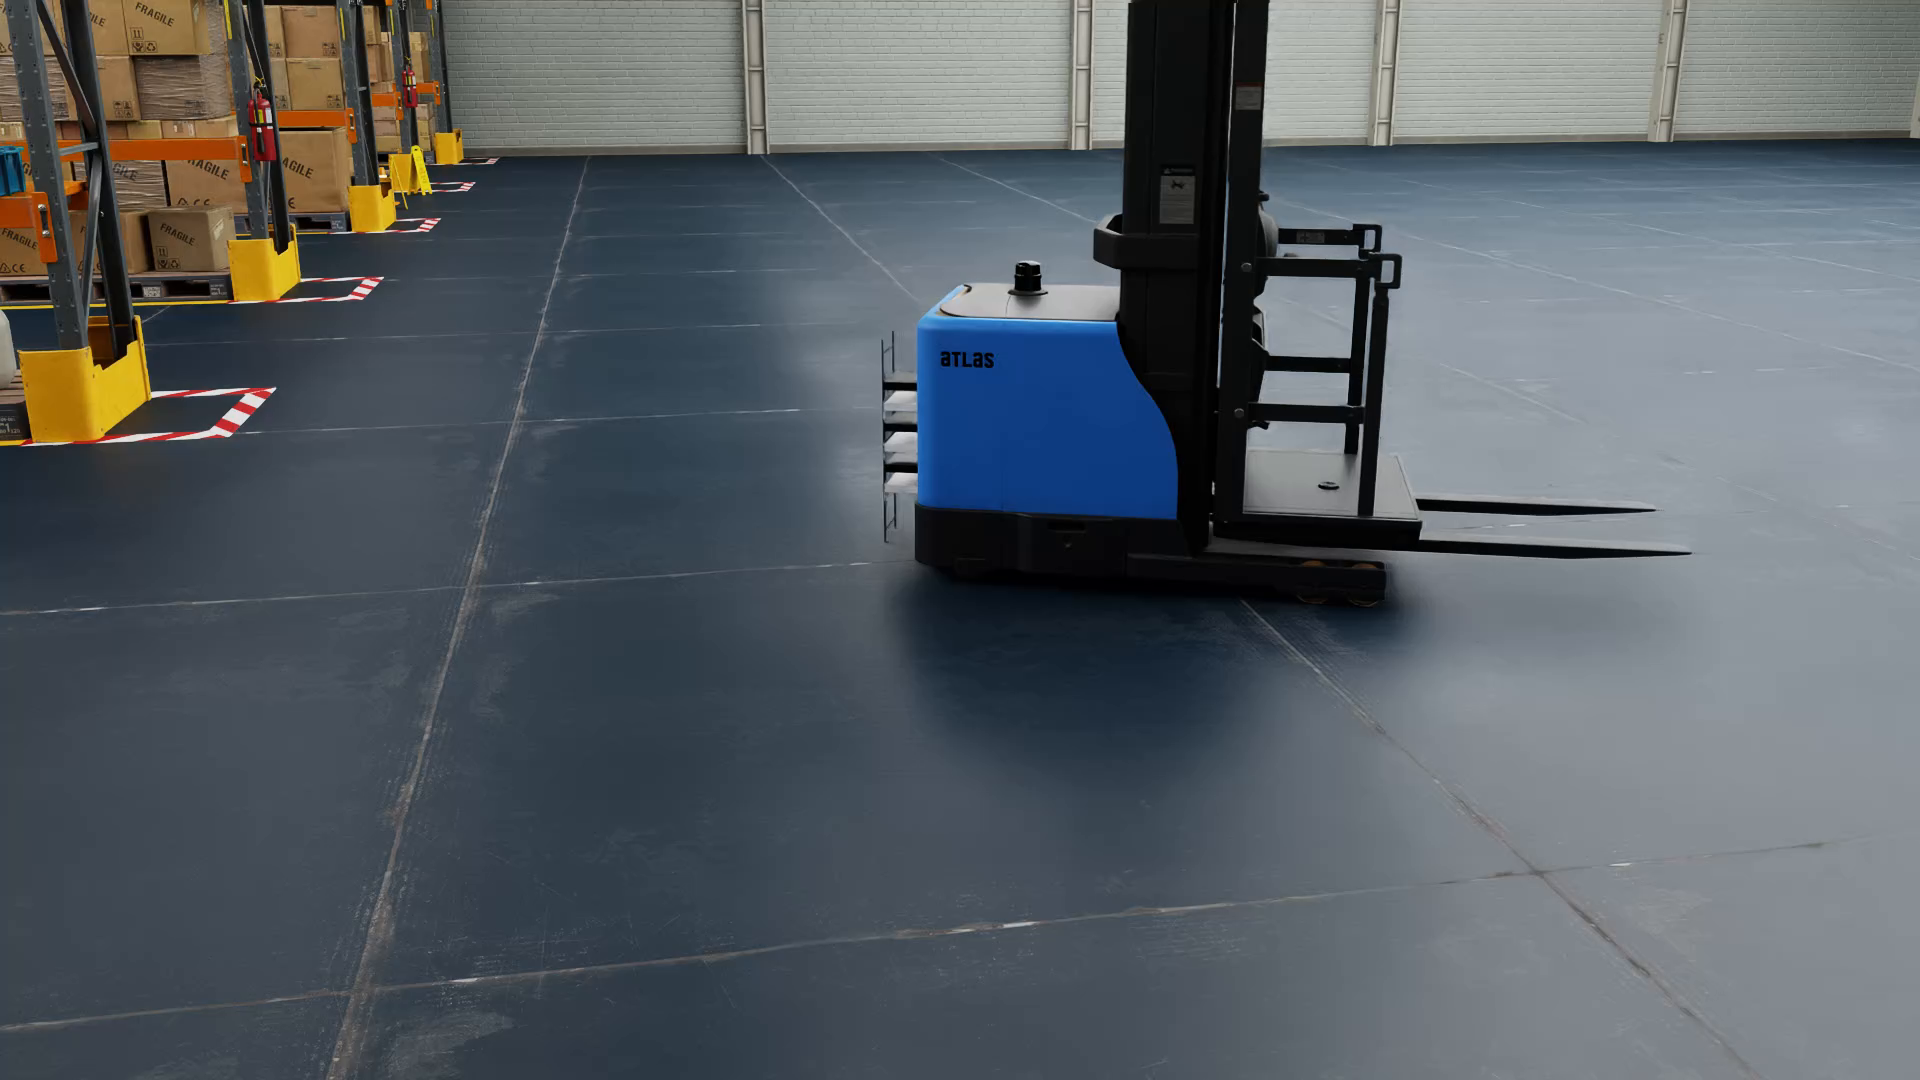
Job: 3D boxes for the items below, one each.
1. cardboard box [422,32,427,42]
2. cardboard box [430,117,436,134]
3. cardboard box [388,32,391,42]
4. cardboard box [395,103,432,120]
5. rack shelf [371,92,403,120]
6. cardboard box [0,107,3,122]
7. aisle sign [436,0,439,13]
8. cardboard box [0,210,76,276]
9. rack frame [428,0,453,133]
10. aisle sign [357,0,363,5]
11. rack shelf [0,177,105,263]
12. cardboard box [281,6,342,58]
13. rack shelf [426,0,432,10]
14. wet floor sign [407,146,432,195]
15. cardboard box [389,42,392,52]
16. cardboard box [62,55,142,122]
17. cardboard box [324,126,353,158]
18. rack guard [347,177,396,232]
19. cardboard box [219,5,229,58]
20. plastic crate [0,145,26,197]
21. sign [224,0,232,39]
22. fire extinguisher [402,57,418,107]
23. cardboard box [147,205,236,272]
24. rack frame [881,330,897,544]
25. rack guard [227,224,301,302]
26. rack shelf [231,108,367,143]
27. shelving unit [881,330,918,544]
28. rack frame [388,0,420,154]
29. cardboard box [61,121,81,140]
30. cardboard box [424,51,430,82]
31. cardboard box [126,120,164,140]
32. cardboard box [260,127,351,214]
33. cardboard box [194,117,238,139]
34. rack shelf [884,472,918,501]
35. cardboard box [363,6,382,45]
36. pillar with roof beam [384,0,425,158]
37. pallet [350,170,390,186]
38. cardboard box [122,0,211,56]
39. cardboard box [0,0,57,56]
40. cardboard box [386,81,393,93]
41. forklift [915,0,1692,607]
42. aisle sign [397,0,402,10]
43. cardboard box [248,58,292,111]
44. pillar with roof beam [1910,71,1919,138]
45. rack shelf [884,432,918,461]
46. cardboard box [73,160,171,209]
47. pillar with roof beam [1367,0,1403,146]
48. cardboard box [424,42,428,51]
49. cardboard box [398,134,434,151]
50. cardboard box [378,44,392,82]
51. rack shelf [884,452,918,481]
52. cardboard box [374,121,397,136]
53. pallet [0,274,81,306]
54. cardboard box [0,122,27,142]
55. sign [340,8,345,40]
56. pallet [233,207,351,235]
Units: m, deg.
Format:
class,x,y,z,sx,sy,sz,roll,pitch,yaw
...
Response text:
class,x,y,z,sx,sy,sz,roll,pitch,yaw
cardboard box,-9.055,-8.409,27.800,0.250,0.149,0.380,-4,17,-12
cardboard box,-9.186,-7.025,28.192,0.500,0.250,0.500,-3,17,-9
cardboard box,-9.233,-8.263,27.324,0.250,0.149,0.380,-3,17,-10
cardboard box,-9.078,-7.115,27.633,0.500,0.250,0.500,-3,17,-9
rack shelf,-9.703,-5.980,22.899,4.000,0.370,1.077,-3,17,-10
cardboard box,-7.865,-3.644,13.389,0.500,0.500,0.875,-3,17,-10
aisle sign,-8.565,-9.028,27.169,0.004,0.787,0.394,-3,17,-10
cardboard box,-7.675,-2.482,13.826,0.500,0.500,0.500,-2,17,-5
rack frame,-8.685,-7.866,27.814,0.127,3.000,1.000,-3,17,-10
aisle sign,-6.689,-6.347,18.441,0.004,0.787,0.394,-3,17,-10
rack shelf,-6.884,-1.696,8.949,4.000,0.370,1.077,-3,17,-10
cardboard box,-7.073,-5.593,18.317,0.550,0.550,0.875,-3,17,-10
rack shelf,-10.649,-8.845,27.117,4.000,0.370,1.077,-3,17,-10
wet floor sign,-7.350,-5.012,22.532,0.232,0.644,0.267,3,17,9
cardboard box,-9.218,-8.101,27.304,0.250,0.149,0.380,-3,17,-10
cardboard box,-6.873,-3.684,13.519,0.500,0.500,0.875,-3,17,-10
cardboard box,-8.477,-5.561,22.998,0.500,0.500,0.500,-3,17,-10
rack guard,-6.678,-3.821,18.900,0.348,0.500,1.175,-3,17,-10
cardboard box,-8.171,-5.543,18.156,0.550,0.550,0.875,-3,17,-10
plastic crate,-5.355,-1.966,8.856,0.616,0.251,0.499,-3,17,-10
sign,-5.774,-4.122,13.114,0.005,0.325,0.100,-3,17,-10
fire extinguisher,-7.540,-6.272,22.756,0.183,0.674,0.296,-3,17,-10
cardboard box,-6.476,-2.555,14.063,0.500,0.500,0.500,0,17,0
rack frame,-0.307,-0.446,7.230,0.006,0.900,0.240,3,17,9
rack guard,-5.934,-2.380,14.208,0.348,0.500,1.175,-3,17,-10
rack shelf,-8.665,-4.559,18.271,4.000,0.370,1.077,-3,17,-10
shelving unit,-0.207,-0.441,7.214,0.210,0.900,0.258,3,17,9
rack frame,-7.740,-6.436,23.156,0.127,3.000,1.000,-3,17,-10
cardboard box,-7.083,-3.329,13.470,0.250,0.149,0.380,-3,17,-10
cardboard box,-9.224,-7.967,27.970,0.500,0.500,0.500,-3,17,-9
cardboard box,-6.582,-3.341,13.508,0.250,0.149,0.380,-3,17,-10
cardboard box,-7.355,-4.143,18.594,0.875,0.875,0.875,-3,17,-10
cardboard box,-6.101,-3.383,13.646,0.250,0.149,0.380,-3,17,-10
rack shelf,-0.207,-0.237,7.277,0.200,0.077,0.258,3,17,9
cardboard box,-8.200,-7.012,22.653,0.500,0.500,0.700,-4,17,-12
pillar with roof beam,-8.723,-9.714,23.612,0.400,9.000,9.100,-3,17,-10
pallet,-8.619,-5.063,23.437,1.213,0.211,1.003,-3,17,-10
cardboard box,-6.353,-4.145,13.318,0.500,0.500,0.500,-3,17,-10
cardboard box,-7.334,-4.088,13.134,0.500,0.500,0.500,-3,17,-10
cardboard box,-8.113,-6.356,23.326,0.250,0.149,0.380,-3,17,-10
forklift,1.380,-1.310,6.584,3.031,2.935,1.130,3,17,9
aisle sign,-7.624,-7.598,22.513,0.004,0.787,0.394,-3,17,-10
cardboard box,-7.593,-5.015,18.276,0.550,0.550,0.875,-3,17,-10
pillar with roof beam,20.732,-11.385,29.053,0.400,9.000,9.100,-3,17,-10
rack shelf,-0.207,-0.409,7.224,0.200,0.077,0.258,3,17,9
cardboard box,-9.114,-4.043,18.269,0.875,0.875,0.875,-3,17,-10
pillar with roof beam,8.950,-10.717,26.877,0.400,9.000,9.100,-3,17,-10
cardboard box,-9.067,-8.280,27.886,0.250,0.149,0.380,-4,17,-12
cardboard box,-9.087,-6.635,27.774,0.500,0.250,0.500,-3,17,-10
cardboard box,-8.258,-6.679,23.272,0.500,0.500,0.500,-4,17,-11
rack shelf,-0.207,-0.323,7.250,0.200,0.077,0.258,3,17,9
cardboard box,-9.598,-6.850,27.620,0.500,0.250,0.500,-3,17,-11
pallet,-7.934,-2.140,13.918,1.213,0.211,1.003,-3,17,-10
cardboard box,-7.553,-3.269,13.276,0.250,0.149,0.380,-3,17,-10
sign,-6.612,-5.524,17.812,0.005,0.325,0.100,-3,17,-10
pallet,-7.472,-3.614,18.719,1.213,0.211,1.003,-3,17,-10
